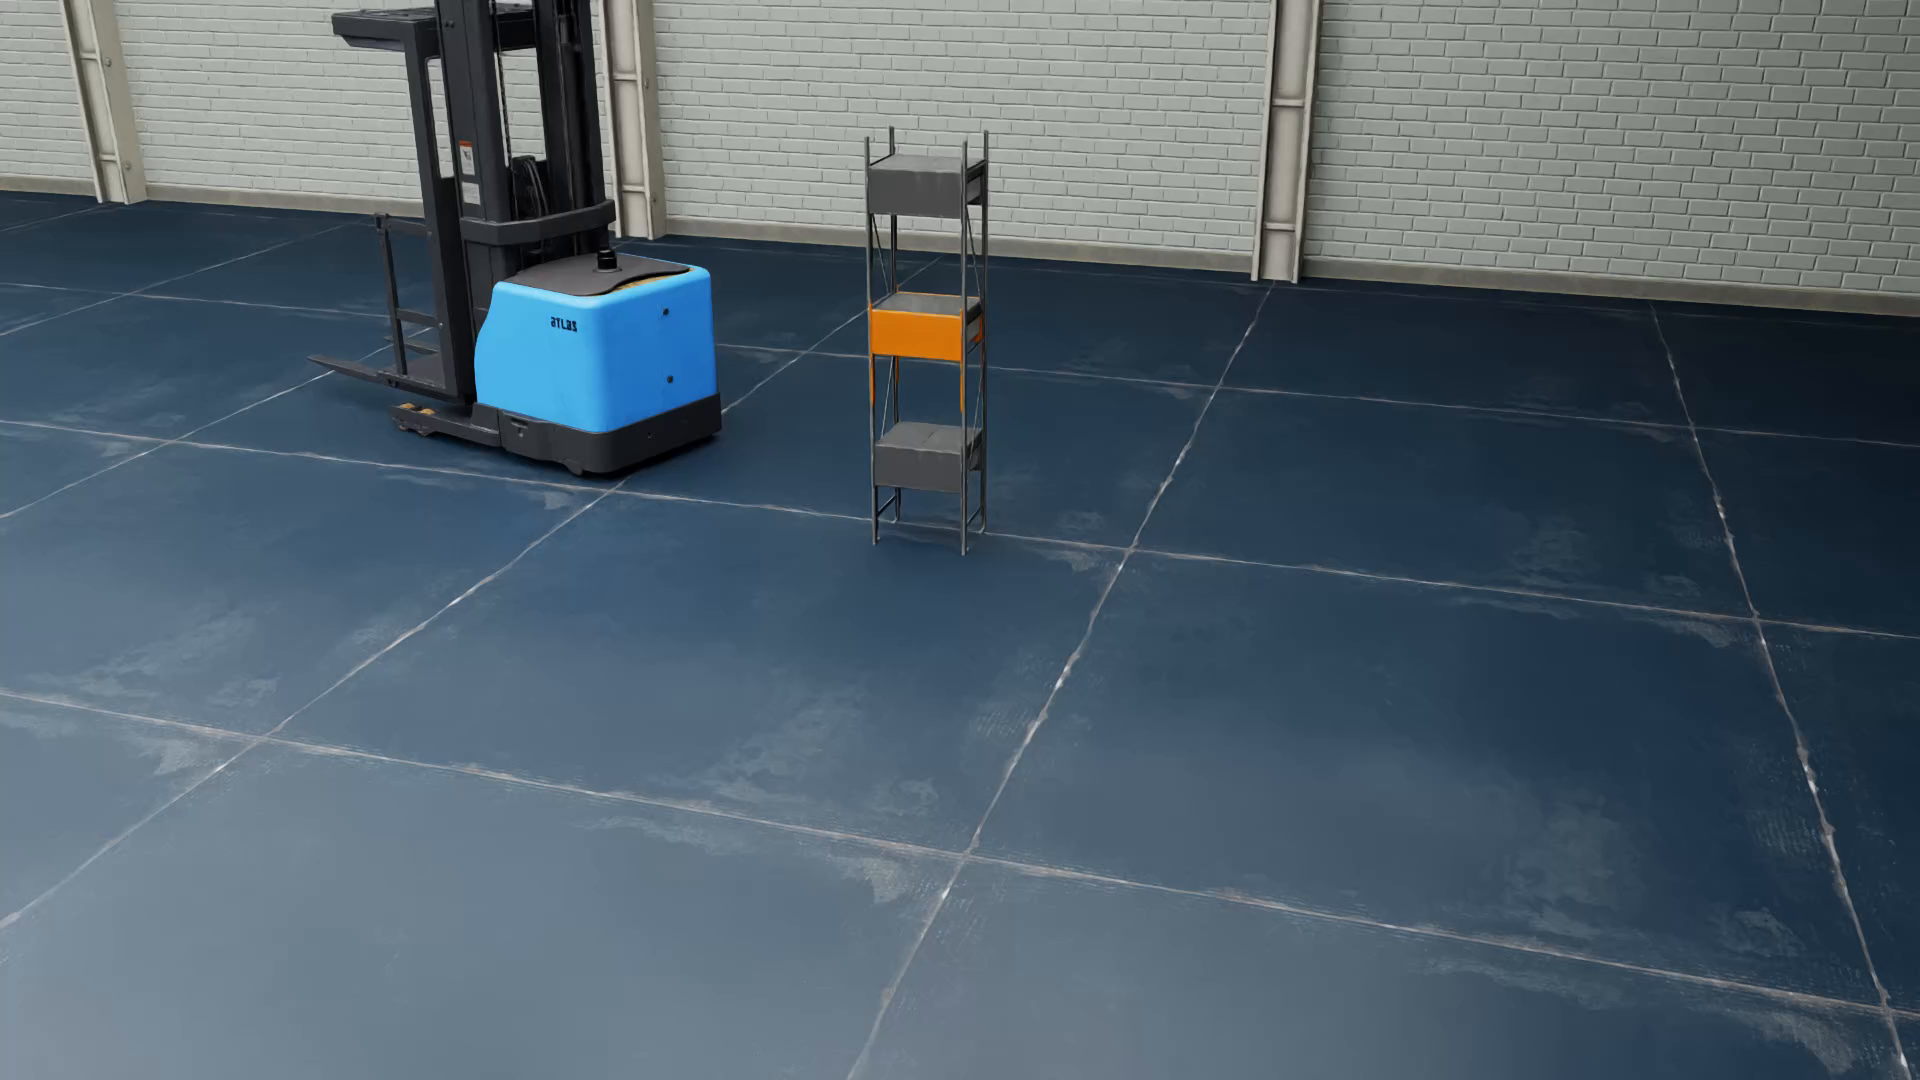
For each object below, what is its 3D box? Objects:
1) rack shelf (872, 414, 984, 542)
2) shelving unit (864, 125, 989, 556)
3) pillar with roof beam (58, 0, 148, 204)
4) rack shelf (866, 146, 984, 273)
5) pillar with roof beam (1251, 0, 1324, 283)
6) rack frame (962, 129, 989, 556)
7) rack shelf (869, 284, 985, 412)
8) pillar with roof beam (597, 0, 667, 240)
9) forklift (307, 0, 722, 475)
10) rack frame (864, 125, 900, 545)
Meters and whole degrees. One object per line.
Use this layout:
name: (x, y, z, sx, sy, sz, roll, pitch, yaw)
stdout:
rack shelf: (-0.158, -0.329, 8.687, 0.480, 0.518, 0.431, 7, 23, 16)
shelving unit: (-0.158, -0.990, 8.416, 0.503, 2.100, 0.431, 7, 23, 16)
pillar with roof beam: (-10.020, -6.162, 11.934, 0.400, 9.000, 9.100, 7, 23, 16)
rack shelf: (-0.158, -1.625, 8.155, 0.480, 0.518, 0.431, 7, 23, 16)
pillar with roof beam: (1.468, -4.846, 8.727, 0.400, 9.000, 9.100, 7, 23, 16)
rack frame: (0.075, -0.963, 8.351, 0.015, 2.100, 0.400, 7, 23, 16)
rack shelf: (-0.158, -0.977, 8.421, 0.480, 0.518, 0.431, 7, 23, 16)
pillar with roof beam: (-4.276, -5.504, 10.331, 0.400, 9.000, 9.100, 7, 23, 16)
forklift: (-2.964, -2.151, 10.153, 3.031, 2.935, 1.130, 15, 27, 32)
rack frame: (-0.392, -1.016, 8.481, 0.015, 2.100, 0.400, 7, 23, 16)
